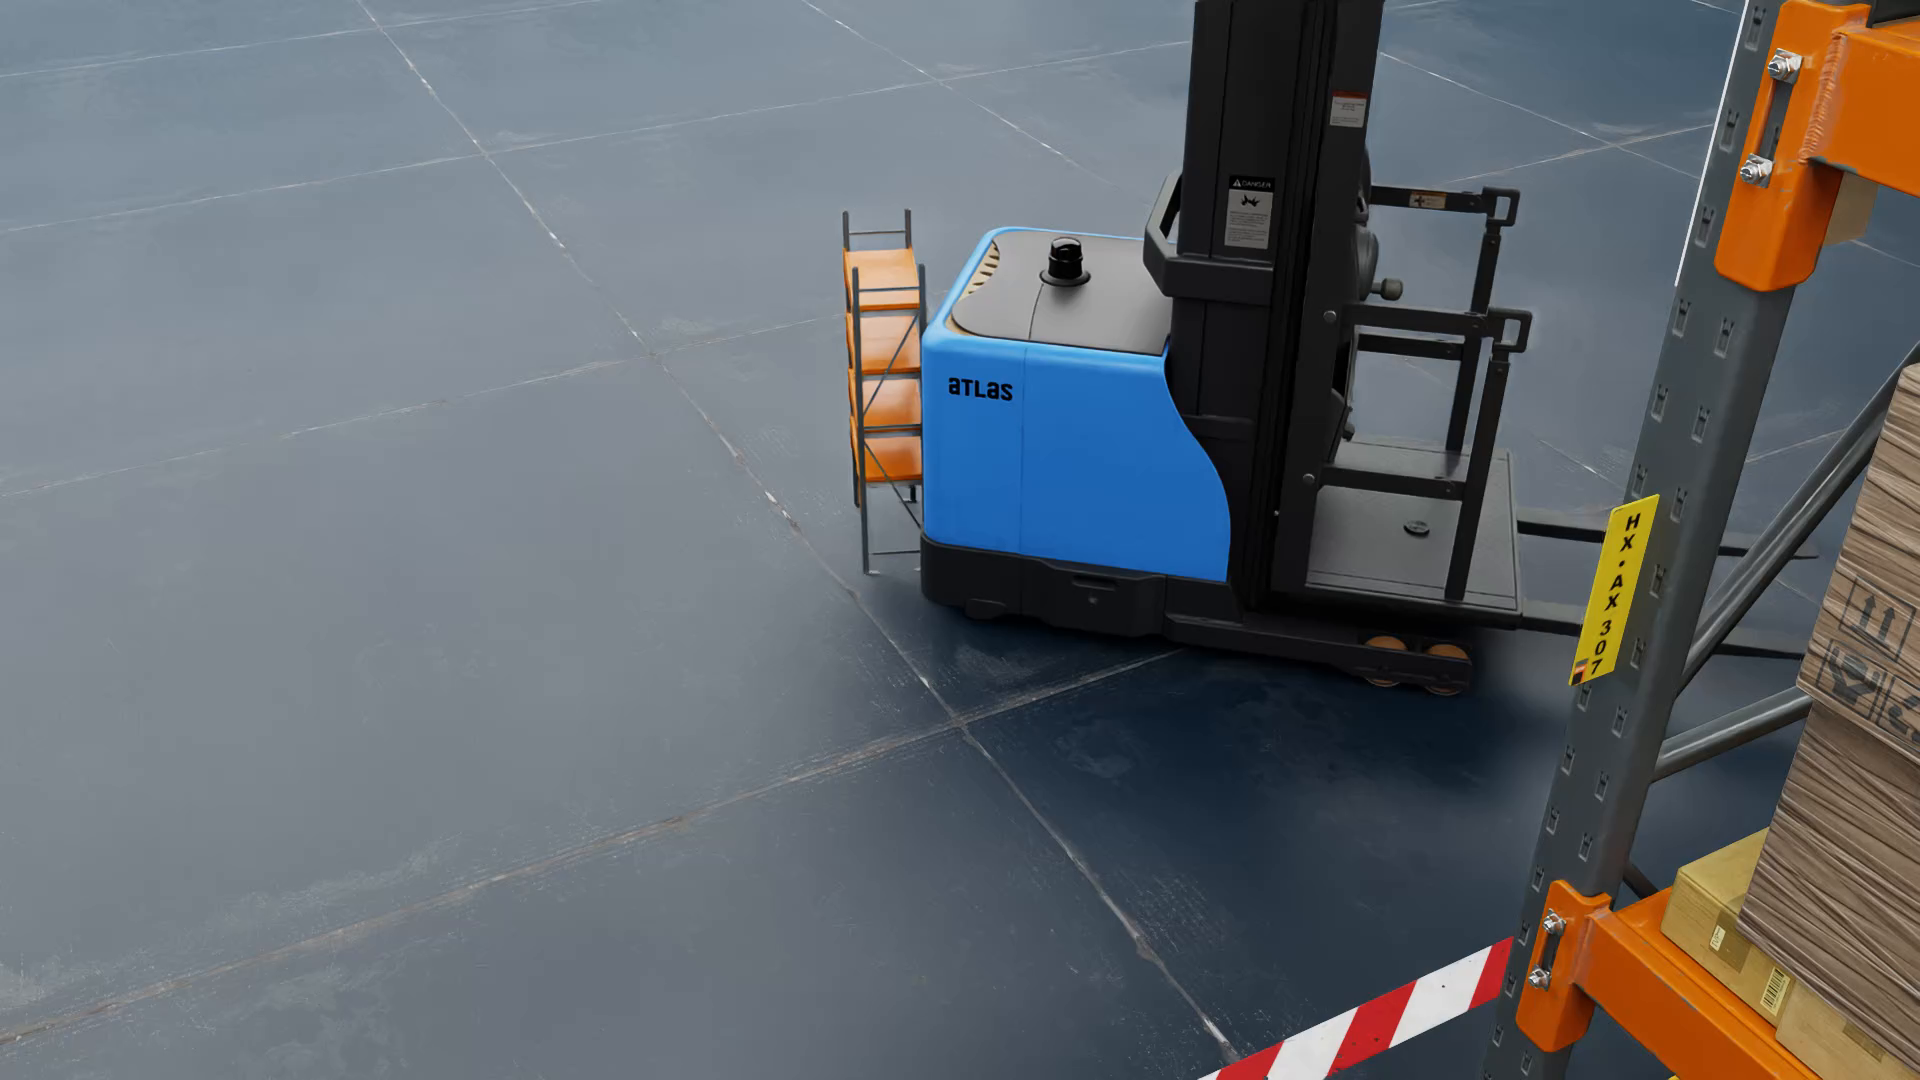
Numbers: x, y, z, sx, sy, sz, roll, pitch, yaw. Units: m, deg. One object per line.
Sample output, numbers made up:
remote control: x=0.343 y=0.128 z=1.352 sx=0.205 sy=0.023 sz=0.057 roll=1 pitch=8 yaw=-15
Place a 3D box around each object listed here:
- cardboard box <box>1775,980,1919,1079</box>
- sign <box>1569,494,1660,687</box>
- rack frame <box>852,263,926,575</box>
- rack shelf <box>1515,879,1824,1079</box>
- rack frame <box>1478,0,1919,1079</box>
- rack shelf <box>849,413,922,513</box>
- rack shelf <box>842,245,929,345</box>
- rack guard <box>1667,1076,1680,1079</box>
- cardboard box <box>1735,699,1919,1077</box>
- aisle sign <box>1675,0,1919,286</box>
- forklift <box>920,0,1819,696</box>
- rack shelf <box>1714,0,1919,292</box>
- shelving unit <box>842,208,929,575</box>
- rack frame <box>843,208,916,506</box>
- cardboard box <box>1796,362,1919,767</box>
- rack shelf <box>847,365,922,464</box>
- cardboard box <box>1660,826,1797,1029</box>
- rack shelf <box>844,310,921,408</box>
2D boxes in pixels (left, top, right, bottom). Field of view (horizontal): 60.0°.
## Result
cardboard box: x=1.502 y=0.734 z=2.556 sx=0.380 sy=0.149 sz=0.250 roll=-16 pitch=36 yaw=-23
sign: x=1.000 y=0.080 z=2.541 sx=0.100 sy=0.325 sz=0.005 roll=-16 pitch=36 yaw=-23
rack frame: x=-0.233 y=-0.389 z=5.744 sx=0.240 sy=1.200 sz=0.015 roll=-4 pitch=33 yaw=-6
rack shelf: x=2.413 y=1.566 z=1.692 sx=1.077 sy=0.370 sz=4.000 roll=-16 pitch=36 yaw=-23
rack frame: x=1.477 y=0.309 z=2.987 sx=0.949 sy=2.616 sz=0.053 roll=-16 pitch=36 yaw=-23
rack shelf: x=-0.262 y=-0.295 z=6.092 sx=0.258 sy=0.148 sz=0.480 roll=-4 pitch=33 yaw=-6
rack shelf: x=-0.262 y=-0.850 z=5.736 sx=0.258 sy=0.148 sz=0.480 roll=-4 pitch=33 yaw=-6
rack guard: x=1.516 y=1.397 z=3.606 sx=1.175 sy=0.500 sz=0.348 roll=-16 pitch=36 yaw=-23
cardboard box: x=1.712 y=0.410 z=2.460 sx=0.875 sy=0.500 sz=0.500 roll=-16 pitch=36 yaw=-23
aisle sign: x=1.186 y=-0.740 z=2.215 sx=0.394 sy=0.787 sz=0.004 roll=-16 pitch=36 yaw=-23
forklift: x=1.436 y=-1.042 z=5.159 sx=3.031 sy=2.935 sz=1.130 roll=8 pitch=33 yaw=12
rack shelf: x=2.413 y=0.303 z=0.883 sx=1.077 sy=0.370 sz=4.000 roll=-16 pitch=36 yaw=-23
shelving unit: x=-0.262 y=-0.519 z=5.948 sx=0.258 sy=1.200 sz=0.503 roll=-4 pitch=33 yaw=-6
rack frame: x=-0.291 y=-0.650 z=6.152 sx=0.240 sy=1.200 sz=0.015 roll=-4 pitch=33 yaw=-6
cardboard box: x=1.495 y=0.051 z=2.094 sx=0.500 sy=0.500 sz=0.500 roll=-16 pitch=36 yaw=-23
rack shelf: x=-0.262 y=-0.463 z=5.985 sx=0.258 sy=0.148 sz=0.480 roll=-4 pitch=33 yaw=-6
cardboard box: x=1.402 y=0.610 z=2.750 sx=0.380 sy=0.149 sz=0.250 roll=-16 pitch=36 yaw=-23
rack shelf: x=-0.262 y=-0.651 z=5.864 sx=0.258 sy=0.148 sz=0.480 roll=-4 pitch=33 yaw=-6
